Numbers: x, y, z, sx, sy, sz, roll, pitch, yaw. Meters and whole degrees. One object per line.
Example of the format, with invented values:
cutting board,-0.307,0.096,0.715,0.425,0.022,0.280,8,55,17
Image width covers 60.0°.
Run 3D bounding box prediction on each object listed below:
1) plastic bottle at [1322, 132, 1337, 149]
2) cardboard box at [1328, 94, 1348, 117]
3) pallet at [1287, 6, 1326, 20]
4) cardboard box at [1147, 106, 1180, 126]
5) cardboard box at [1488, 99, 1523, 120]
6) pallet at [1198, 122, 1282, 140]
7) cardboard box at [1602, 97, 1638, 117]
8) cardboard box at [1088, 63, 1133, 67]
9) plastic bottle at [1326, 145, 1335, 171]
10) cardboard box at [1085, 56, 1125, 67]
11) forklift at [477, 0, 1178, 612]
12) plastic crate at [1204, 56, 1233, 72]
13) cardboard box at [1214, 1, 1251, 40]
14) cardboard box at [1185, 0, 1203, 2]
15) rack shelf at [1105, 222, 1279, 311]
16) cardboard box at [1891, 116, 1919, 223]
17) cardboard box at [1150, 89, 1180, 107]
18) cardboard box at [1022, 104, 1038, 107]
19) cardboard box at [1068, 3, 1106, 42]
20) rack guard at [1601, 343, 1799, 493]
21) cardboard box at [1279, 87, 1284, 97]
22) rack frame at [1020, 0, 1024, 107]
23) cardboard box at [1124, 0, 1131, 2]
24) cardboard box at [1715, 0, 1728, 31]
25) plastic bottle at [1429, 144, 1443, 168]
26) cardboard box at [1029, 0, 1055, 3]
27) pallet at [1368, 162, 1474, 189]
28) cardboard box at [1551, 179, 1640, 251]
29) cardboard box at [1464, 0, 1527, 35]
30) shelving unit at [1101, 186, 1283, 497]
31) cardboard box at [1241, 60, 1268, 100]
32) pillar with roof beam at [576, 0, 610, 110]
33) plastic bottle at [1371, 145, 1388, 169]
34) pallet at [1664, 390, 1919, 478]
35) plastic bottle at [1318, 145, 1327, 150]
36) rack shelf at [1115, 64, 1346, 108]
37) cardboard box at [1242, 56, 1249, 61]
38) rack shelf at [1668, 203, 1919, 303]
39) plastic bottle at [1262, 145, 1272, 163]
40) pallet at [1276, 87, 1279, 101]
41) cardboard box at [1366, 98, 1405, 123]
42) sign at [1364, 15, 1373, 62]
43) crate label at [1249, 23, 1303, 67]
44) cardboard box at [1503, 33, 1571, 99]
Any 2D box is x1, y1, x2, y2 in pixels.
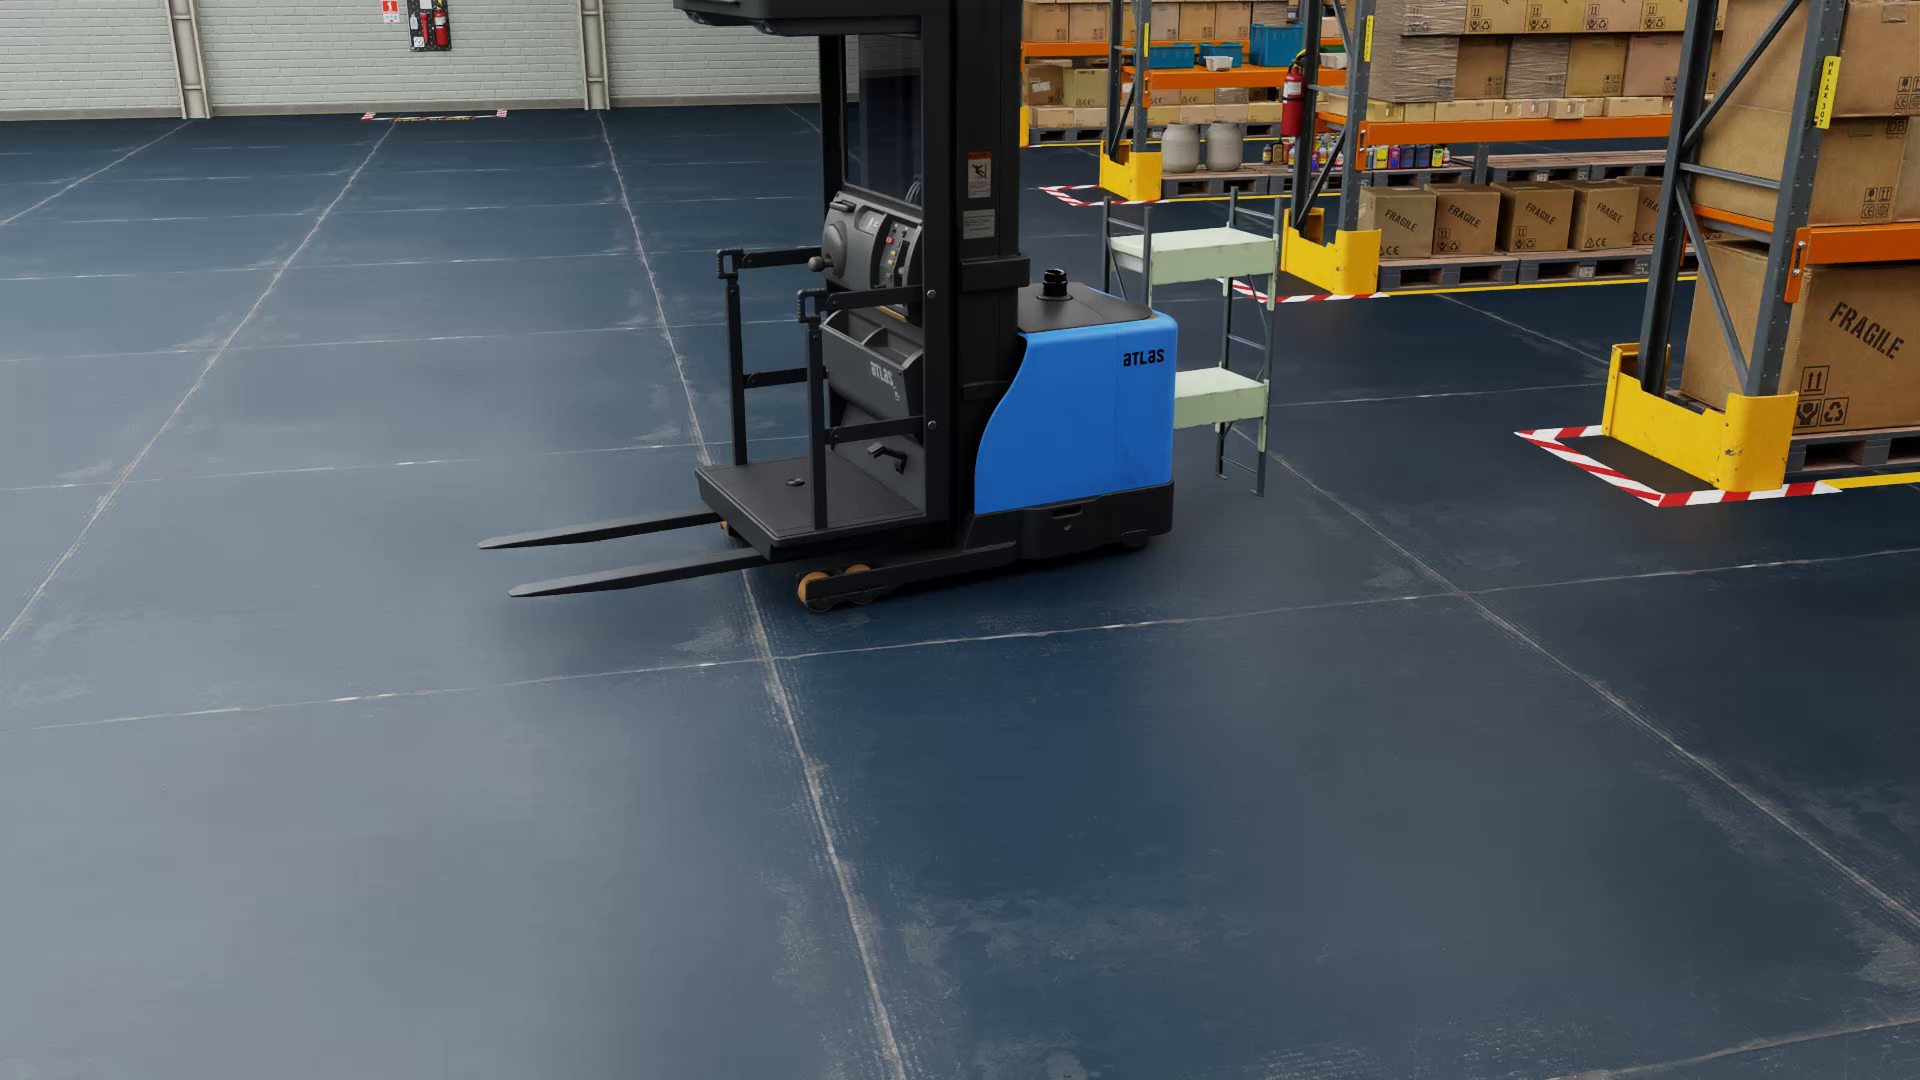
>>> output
plastic bottle,4.202,-4.488,18.916,0.185,0.351,0.144,-5,21,-13
cardboard box,3.157,-3.498,13.367,0.250,0.149,0.380,-5,21,-12
pallet,5.376,-8.871,27.949,1.213,0.211,1.003,-5,21,-12
cardboard box,2.684,-5.833,22.763,0.500,0.250,0.500,-5,21,-12
cardboard box,4.237,-3.421,13.158,0.250,0.149,0.380,-5,21,-12
pallet,3.760,-5.799,23.337,1.213,0.211,1.003,-5,21,-12
cardboard box,5.215,-3.493,13.356,0.250,0.149,0.380,-5,21,-12
cardboard box,2.074,-6.325,23.016,0.500,0.500,0.500,-5,21,-12
plastic bottle,4.054,-4.182,18.196,0.097,0.271,0.097,0,20,0
cardboard box,2.400,-7.752,27.611,0.500,0.500,0.500,-6,21,-17
forklift,-0.565,-1.280,7.047,3.031,2.935,1.130,-10,22,-25
plastic crate,2.732,-5.021,17.545,0.250,0.136,0.298,-5,21,-12
cardboard box,3.602,-7.123,22.753,0.500,0.500,0.700,-5,21,-13
cardboard box,3.093,-7.315,22.335,0.250,0.149,0.380,-4,21,-11
rack shelf,1.111,-1.297,8.039,0.720,0.370,0.431,-10,22,-25
cardboard box,4.851,-2.022,8.754,0.550,0.550,0.875,-5,21,-12
cardboard box,2.685,-6.184,22.633,0.500,0.500,0.500,-5,21,-12
cardboard box,1.105,-5.888,22.914,0.500,0.250,0.500,-5,21,-12
cardboard box,1.618,-6.963,22.317,0.500,0.500,0.700,-4,21,-11
rack guard,3.947,-0.680,8.945,0.348,0.500,1.175,-5,21,-12
cardboard box,4.872,-6.454,23.645,0.500,0.311,0.500,-5,21,-12
rack frame,0.651,-6.840,22.127,0.127,3.000,1.000,-5,21,-12
cardboard box,2.087,-7.233,22.111,0.250,0.149,0.380,-5,21,-14
cardboard box,5.959,-4.329,13.240,0.500,0.500,0.500,-5,21,-12
plastic bottle,5.288,-4.281,18.450,0.133,0.283,0.061,-4,20,-10
cardboard box,1.083,-7.151,21.886,0.250,0.149,0.380,-5,21,-13
pallet,5.017,-4.150,18.837,1.213,0.211,1.003,-5,21,-12
cardboard box,5.280,-2.723,13.909,0.500,0.500,0.500,-7,21,-17
cardboard box,4.013,-4.170,12.805,0.500,0.500,0.500,-5,21,-12
shelving unit,1.111,-0.930,8.173,0.755,1.500,0.431,-10,22,-25
cardboard box,4.021,-6.483,23.449,0.500,0.500,0.500,-5,21,-12
pillar with roof beam,-4.858,-9.744,21.332,0.400,9.000,9.100,-5,21,-12
plastic bottle,4.619,-4.273,18.330,0.185,0.351,0.144,-5,21,-13
pallet,4.730,-0.636,9.244,1.213,0.211,1.003,-5,21,-12
plastic bottle,4.091,-4.366,18.801,0.097,0.201,0.097,0,20,0
rack shelf,3.734,-5.002,18.156,4.000,0.370,1.077,-5,21,-12
cardboard box,4.604,-7.969,28.203,0.500,0.500,0.700,-5,21,-14
rack shelf,5.916,-1.676,9.076,4.000,0.370,1.077,-5,21,-12
plastic bottle,3.474,-4.367,18.803,0.097,0.201,0.097,0,20,0
pallet,5.347,-7.665,28.433,1.213,0.211,1.003,-5,21,-12
cardboard box,3.259,-3.349,12.961,0.250,0.149,0.380,-5,21,-12
sign,3.052,-3.749,12.429,0.005,0.325,0.100,-5,21,-12
crate label,3.516,-5.435,18.239,0.616,0.435,0.502,-5,21,-12
cardboard box,4.424,-3.850,13.386,0.500,0.500,0.875,-5,21,-12
